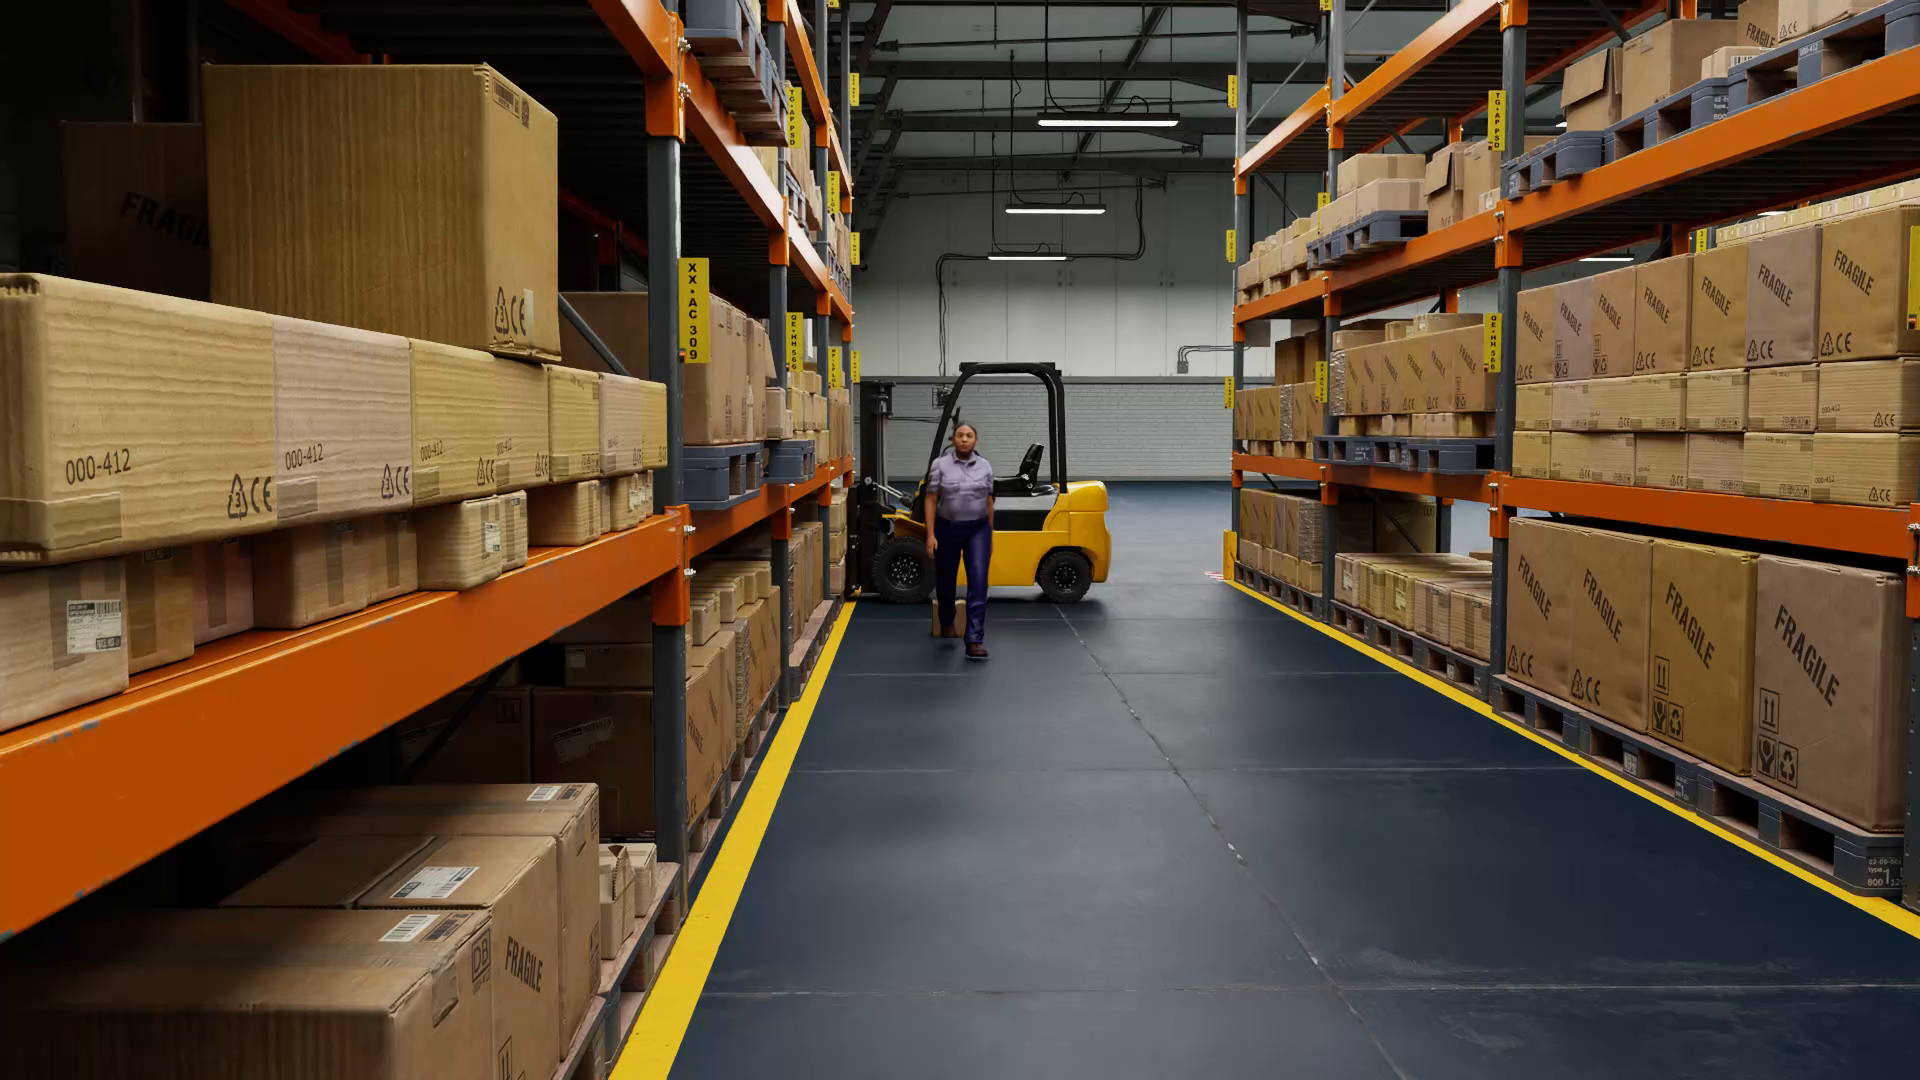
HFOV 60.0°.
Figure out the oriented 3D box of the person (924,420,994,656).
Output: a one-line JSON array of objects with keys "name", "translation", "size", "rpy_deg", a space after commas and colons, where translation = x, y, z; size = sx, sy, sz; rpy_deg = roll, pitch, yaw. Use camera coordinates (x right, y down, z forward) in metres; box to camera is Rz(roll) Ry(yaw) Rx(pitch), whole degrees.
[{"name": "person", "translation": [-0.007, -0.029, 11.540], "size": [0.489, 1.603, 0.957], "rpy_deg": [0, 4, -5]}]
